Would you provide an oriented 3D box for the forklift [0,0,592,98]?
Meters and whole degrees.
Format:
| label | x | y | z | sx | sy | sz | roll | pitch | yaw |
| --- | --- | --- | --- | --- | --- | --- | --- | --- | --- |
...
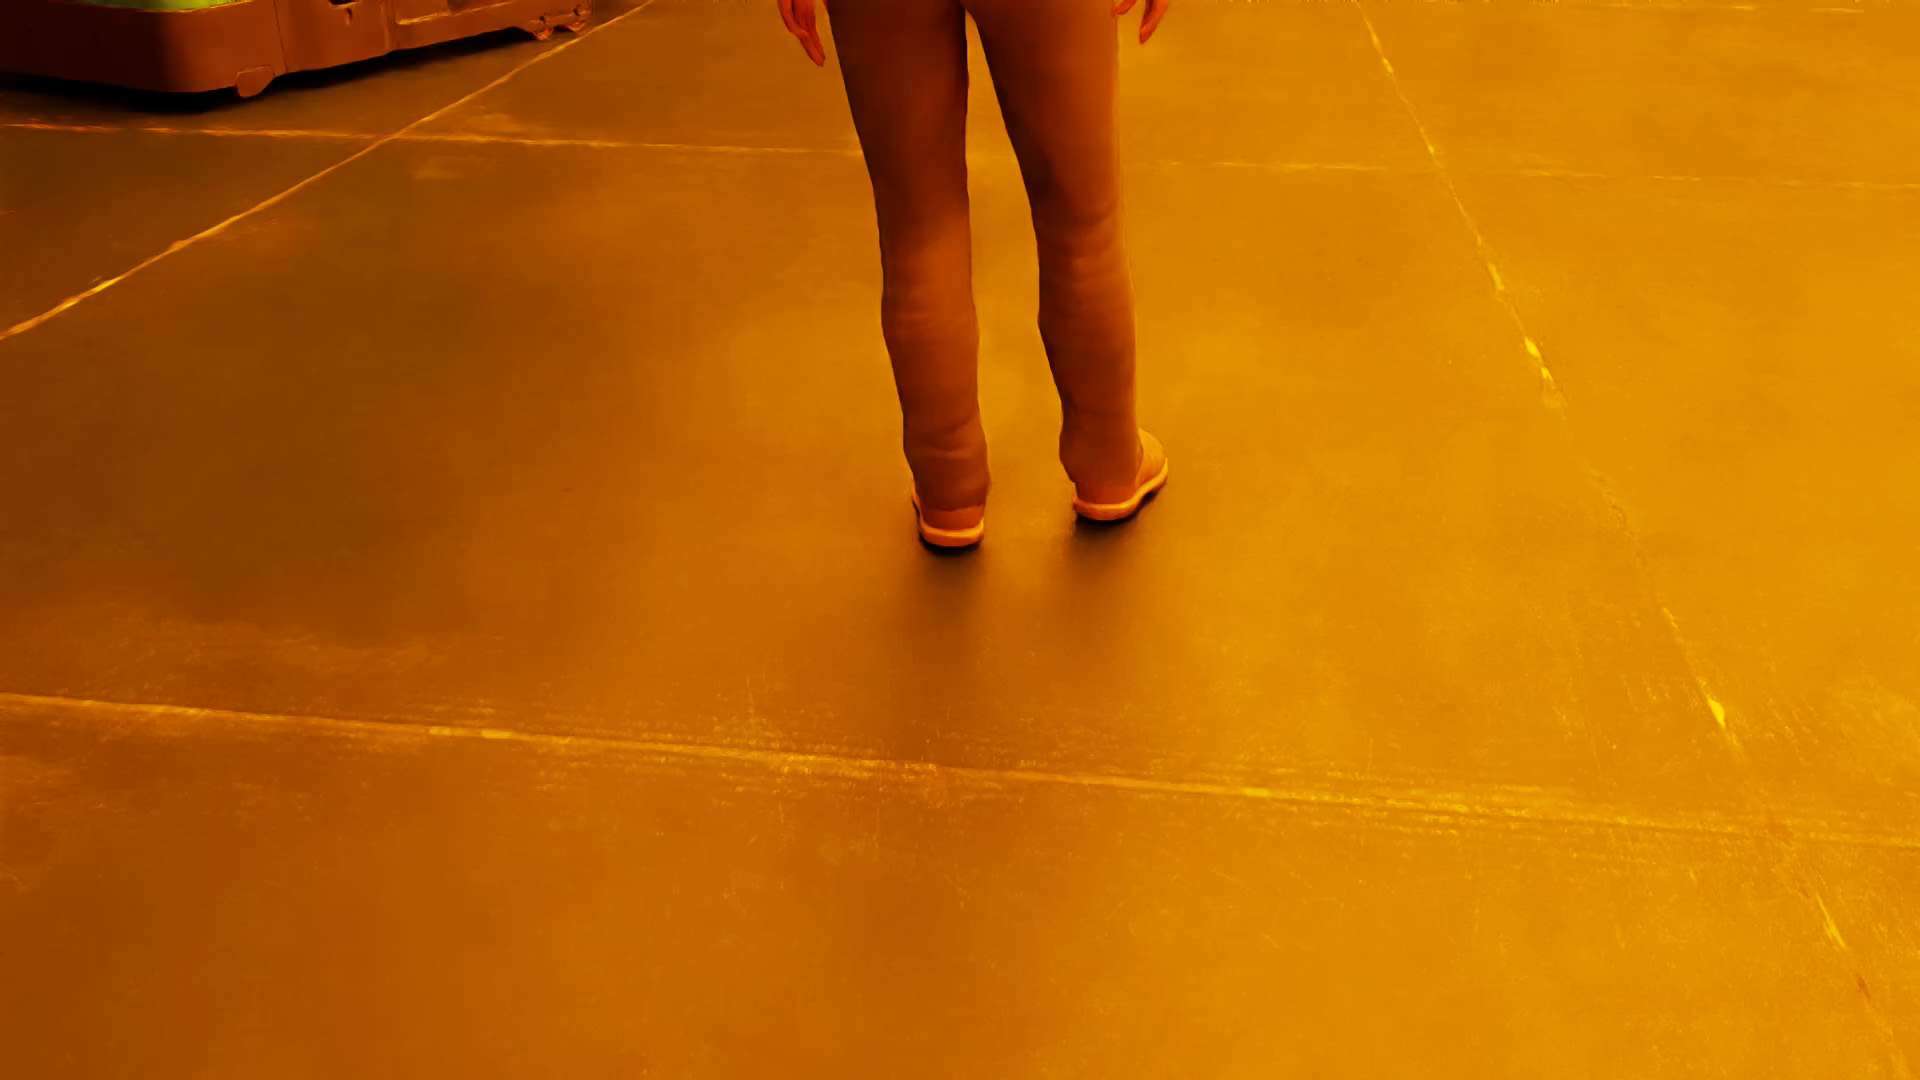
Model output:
| label | x | y | z | sx | sy | sz | roll | pitch | yaw |
| --- | --- | --- | --- | --- | --- | --- | --- | --- | --- |
| forklift | -2.097 | -3.298 | 5.829 | 1.130 | 2.935 | 3.031 | 13 | 29 | 24 |

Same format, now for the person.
| label | x | y | z | sx | sy | sz | roll | pitch | yaw |
| --- | --- | --- | --- | --- | --- | --- | --- | --- | --- |
| person | 0.031 | -0.784 | 2.203 | 0.570 | 1.654 | 0.503 | 3 | 27 | 7 |
